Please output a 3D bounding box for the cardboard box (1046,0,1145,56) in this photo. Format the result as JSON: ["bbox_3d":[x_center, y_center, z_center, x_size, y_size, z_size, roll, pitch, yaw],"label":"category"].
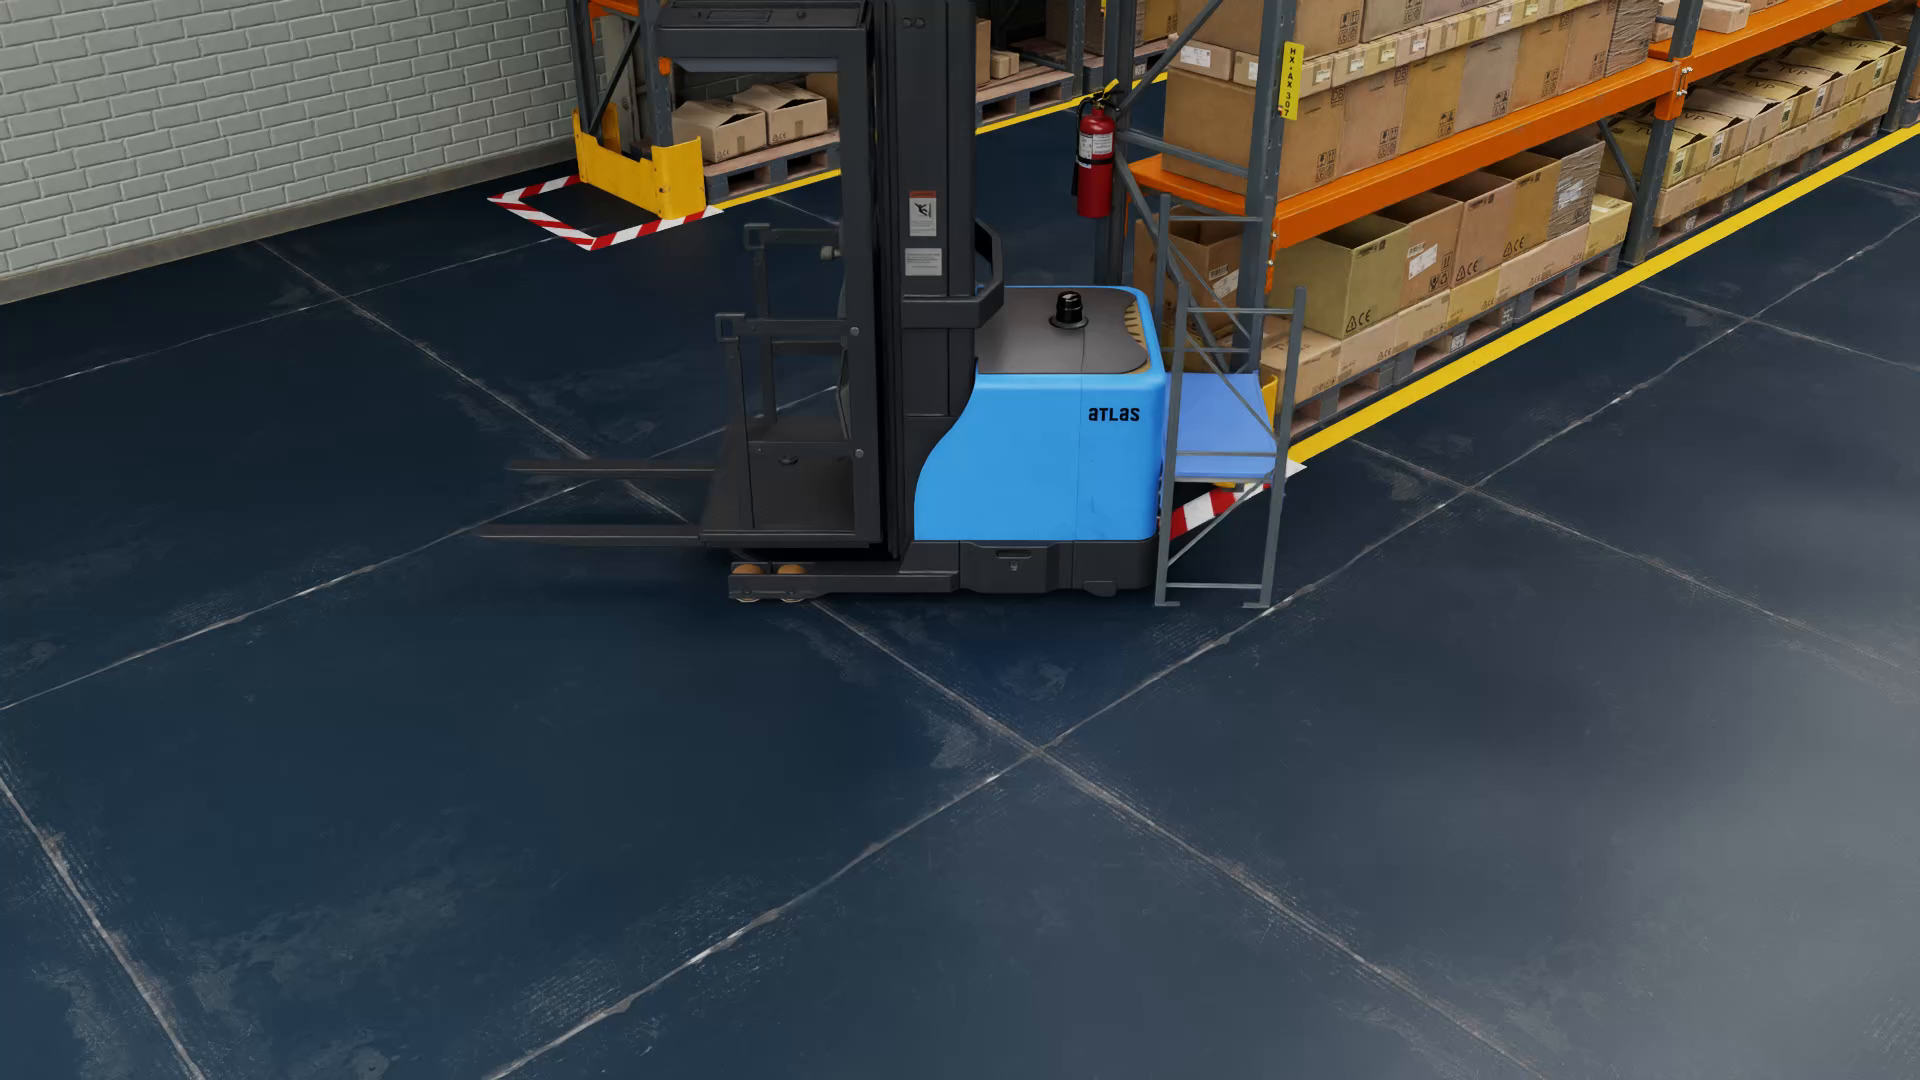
[{"bbox_3d":[1.156,-4.509,14.223,0.500,0.500,0.700,-24,39,-34],"label":"cardboard box"}]

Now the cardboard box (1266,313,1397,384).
[{"bbox_3d":[1.974,-1.098,8.903,0.500,0.250,0.500,-26,40,-35],"label":"cardboard box"}]

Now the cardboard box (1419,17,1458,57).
[{"bbox_3d":[2.256,-2.551,8.329,0.250,0.149,0.380,-27,41,-37],"label":"cardboard box"}]

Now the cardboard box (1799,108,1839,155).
[{"bbox_3d":[5.966,-3.010,12.031,0.500,0.250,0.500,-25,39,-34],"label":"cardboard box"}]

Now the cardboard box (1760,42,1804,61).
[{"bbox_3d":[5.969,-3.628,12.503,0.500,0.311,0.500,-27,40,-37],"label":"cardboard box"}]

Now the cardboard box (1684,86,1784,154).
[{"bbox_3d":[5.220,-2.883,11.285,0.500,0.311,0.500,-27,41,-37],"label":"cardboard box"}]

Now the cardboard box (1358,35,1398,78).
[{"bbox_3d":[1.875,-2.367,8.028,0.250,0.149,0.380,-26,40,-35],"label":"cardboard box"}]

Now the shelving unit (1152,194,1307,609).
[{"bbox_3d":[1.121,-0.618,7.323,0.538,1.500,1.048,1,31,2],"label":"shelving unit"}]

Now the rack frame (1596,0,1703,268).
[{"bbox_3d":[3.999,-3.227,10.152,0.127,3.000,1.000,-26,40,-35],"label":"rack frame"}]

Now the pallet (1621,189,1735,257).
[{"bbox_3d":[4.512,-2.313,11.331,1.213,0.211,1.003,-26,40,-35],"label":"pallet"}]

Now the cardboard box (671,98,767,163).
[{"bbox_3d":[-1.737,-2.953,11.860,0.500,0.311,0.500,24,39,34],"label":"cardboard box"}]

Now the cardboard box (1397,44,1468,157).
[{"bbox_3d":[2.166,-2.373,8.660,0.500,0.500,0.700,-26,40,-35],"label":"cardboard box"}]

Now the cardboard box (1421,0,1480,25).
[{"bbox_3d":[2.206,-2.951,8.362,0.500,0.500,0.700,-26,40,-35],"label":"cardboard box"}]

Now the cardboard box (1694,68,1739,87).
[{"bbox_3d":[5.217,-3.265,11.910,0.500,0.311,0.500,-26,40,-36],"label":"cardboard box"}]

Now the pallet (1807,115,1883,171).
[{"bbox_3d":[6.302,-3.179,12.746,1.213,0.211,1.003,-26,40,-35],"label":"pallet"}]

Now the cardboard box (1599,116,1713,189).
[{"bbox_3d":[4.471,-2.523,10.697,0.500,0.311,0.500,-26,40,-35],"label":"cardboard box"}]

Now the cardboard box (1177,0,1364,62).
[{"bbox_3d":[1.455,-2.584,7.760,0.500,0.500,0.700,-26,40,-35],"label":"cardboard box"}]

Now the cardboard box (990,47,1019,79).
[{"bbox_3d":[0.256,-3.898,13.544,0.380,0.166,0.250,23,38,33],"label":"cardboard box"}]

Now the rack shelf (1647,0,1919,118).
[{"bbox_3d":[5.465,-3.629,11.499,4.000,0.370,1.077,-26,40,-35],"label":"rack shelf"}]

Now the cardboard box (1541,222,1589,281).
[{"bbox_3d":[3.434,-1.811,10.070,0.500,0.250,0.500,-26,40,-35],"label":"cardboard box"}]

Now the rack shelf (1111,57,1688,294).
[{"bbox_3d":[2.532,-2.210,9.179,4.000,0.370,1.077,-26,40,-35],"label":"rack shelf"}]

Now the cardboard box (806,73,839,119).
[{"bbox_3d":[-0.747,-3.477,12.535,0.700,0.500,0.500,26,40,36],"label":"cardboard box"}]

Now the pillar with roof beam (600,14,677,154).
[{"bbox_3d":[0.547,-5.193,7.617,0.400,9.000,9.100,-26,40,-35],"label":"pillar with roof beam"}]

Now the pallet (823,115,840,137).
[{"bbox_3d":[-0.735,-3.244,12.853,1.213,0.211,1.003,-26,40,-35],"label":"pallet"}]

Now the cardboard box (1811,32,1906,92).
[{"bbox_3d":[6.715,-3.611,12.475,0.500,0.311,0.500,-25,39,-34],"label":"cardboard box"}]

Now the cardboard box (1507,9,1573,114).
[{"bbox_3d":[2.925,-2.744,9.266,0.500,0.500,0.700,-25,39,-35],"label":"cardboard box"}]

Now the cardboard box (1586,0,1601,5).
[{"bbox_3d":[3.380,-3.093,9.216,0.250,0.149,0.380,-26,40,-36],"label":"cardboard box"}]

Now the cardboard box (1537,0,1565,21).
[{"bbox_3d":[3.013,-2.918,8.929,0.250,0.149,0.380,-25,39,-34],"label":"cardboard box"}]

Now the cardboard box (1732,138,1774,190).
[{"bbox_3d":[5.217,-2.647,11.436,0.500,0.250,0.500,-27,41,-37],"label":"cardboard box"}]

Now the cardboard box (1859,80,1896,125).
[{"bbox_3d":[6.712,-3.372,12.622,0.500,0.250,0.500,-25,39,-34],"label":"cardboard box"}]

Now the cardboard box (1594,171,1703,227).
[{"bbox_3d":[4.463,-2.281,10.838,0.500,0.250,0.500,-27,40,-37],"label":"cardboard box"}]

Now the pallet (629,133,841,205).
[{"bbox_3d":[-1.630,-2.814,12.149,1.213,0.211,1.003,-26,40,-35],"label":"pallet"}]

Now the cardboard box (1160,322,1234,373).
[{"bbox_3d":[1.258,-1.117,8.935,0.500,0.250,0.500,-26,40,-35],"label":"cardboard box"}]

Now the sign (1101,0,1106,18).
[{"bbox_3d":[0.707,-2.615,7.815,0.005,0.325,0.100,-26,40,-35],"label":"sign"}]

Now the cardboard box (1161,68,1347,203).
[{"bbox_3d":[1.417,-2.011,8.068,0.500,0.500,0.700,-26,40,-35],"label":"cardboard box"}]

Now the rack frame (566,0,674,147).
[{"bbox_3d":[-2.305,-3.702,10.928,0.127,3.000,1.000,-26,40,-35],"label":"rack frame"}]

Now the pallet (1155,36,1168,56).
[{"bbox_3d":[2.093,-4.642,15.140,1.213,0.211,1.003,-26,40,-35],"label":"pallet"}]

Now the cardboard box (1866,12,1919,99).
[{"bbox_3d":[7.460,-3.819,13.094,0.500,0.500,0.500,-24,39,-34],"label":"cardboard box"}]

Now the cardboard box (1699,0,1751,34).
[{"bbox_3d":[4.787,-3.356,10.603,0.250,0.149,0.380,-26,40,-35],"label":"cardboard box"}]

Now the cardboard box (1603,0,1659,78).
[{"bbox_3d":[3.678,-3.110,9.864,0.500,0.500,0.700,-27,41,-37],"label":"cardboard box"}]

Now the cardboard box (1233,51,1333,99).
[{"bbox_3d":[1.500,-2.184,7.729,0.250,0.149,0.380,-26,40,-36],"label":"cardboard box"}]

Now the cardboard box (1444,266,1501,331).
[{"bbox_3d":[2.711,-1.451,9.480,0.500,0.250,0.500,-26,40,-35],"label":"cardboard box"}]

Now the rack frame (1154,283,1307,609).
[{"bbox_3d":[1.103,-0.353,6.889,0.500,1.500,0.032,1,31,2],"label":"rack frame"}]

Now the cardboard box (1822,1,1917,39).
[{"bbox_3d":[7.458,-4.188,13.699,0.500,0.500,0.500,-24,39,-34],"label":"cardboard box"}]

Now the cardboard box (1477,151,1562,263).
[{"bbox_3d":[3.069,-1.953,9.583,0.500,0.500,0.500,-26,40,-35],"label":"cardboard box"}]

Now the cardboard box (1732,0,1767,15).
[{"bbox_3d":[4.959,-3.722,10.866,0.500,0.500,0.500,-23,38,-32],"label":"cardboard box"}]

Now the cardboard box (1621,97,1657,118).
[{"bbox_3d":[4.478,-2.912,11.333,0.500,0.311,0.500,-25,39,-34],"label":"cardboard box"}]

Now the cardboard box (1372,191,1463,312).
[{"bbox_3d":[2.333,-1.599,9.005,0.500,0.500,0.500,-26,40,-35],"label":"cardboard box"}]

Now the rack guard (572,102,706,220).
[{"bbox_3d":[-2.250,-2.662,11.624,0.348,0.500,1.175,-26,40,-35],"label":"rack guard"}]

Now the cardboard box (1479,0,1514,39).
[{"bbox_3d":[2.627,-2.729,8.620,0.250,0.149,0.380,-25,40,-35],"label":"cardboard box"}]

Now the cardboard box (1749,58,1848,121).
[{"bbox_3d":[5.967,-3.246,11.879,0.500,0.311,0.500,-26,40,-36],"label":"cardboard box"}]

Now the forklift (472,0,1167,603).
[{"bbox_3d":[-0.647,-1.252,6.988,3.031,2.935,1.130,0,31,0],"label":"forklift"}]

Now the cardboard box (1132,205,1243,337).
[{"bbox_3d":[1.257,-1.438,8.741,0.500,0.500,0.500,-26,40,-35],"label":"cardboard box"}]

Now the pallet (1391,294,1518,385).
[{"bbox_3d":[2.492,-1.336,9.733,1.213,0.211,1.003,-26,40,-35],"label":"pallet"}]
